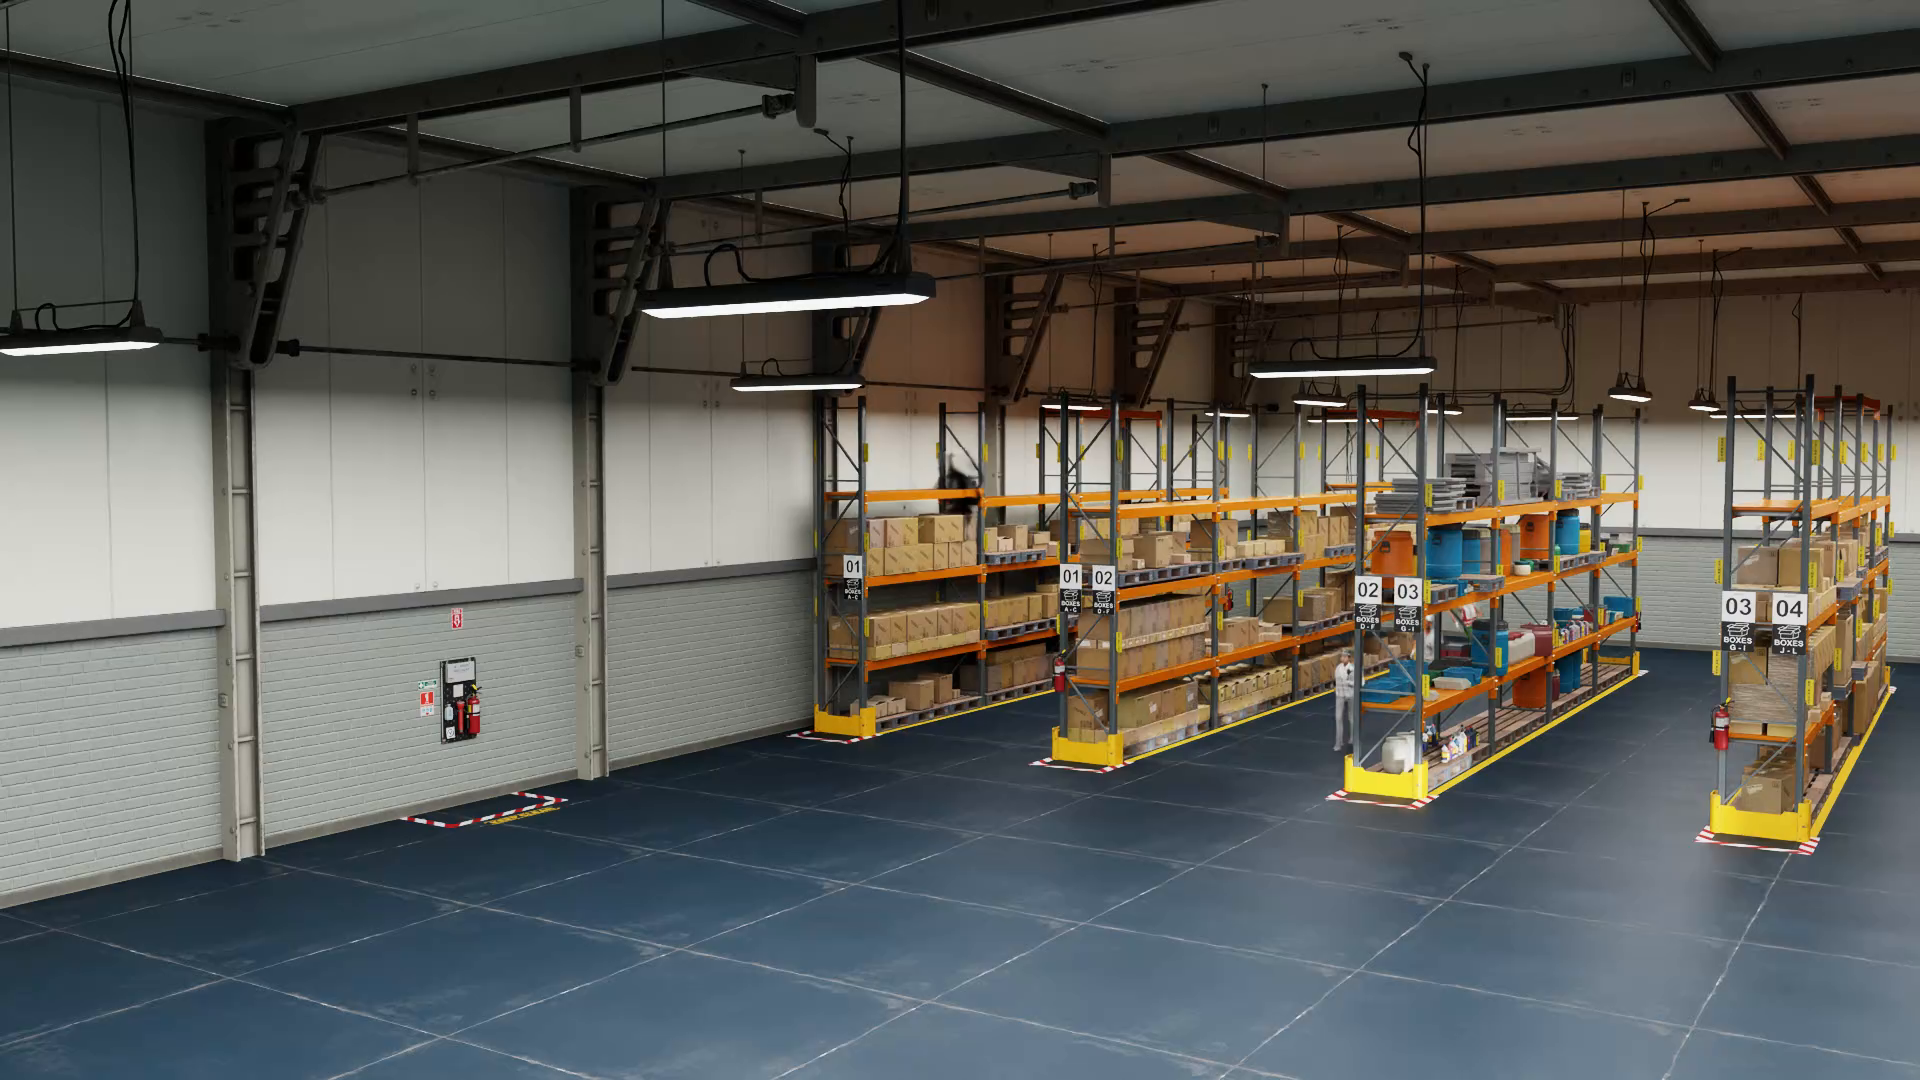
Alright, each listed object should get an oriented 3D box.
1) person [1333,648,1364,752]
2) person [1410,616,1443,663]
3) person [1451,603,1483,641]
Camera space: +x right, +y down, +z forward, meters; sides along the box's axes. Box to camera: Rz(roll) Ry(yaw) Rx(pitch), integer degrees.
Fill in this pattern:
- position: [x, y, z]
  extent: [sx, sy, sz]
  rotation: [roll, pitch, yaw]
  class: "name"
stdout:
- position: [6.570, 2.690, 28.092]
  extent: [0.584, 1.754, 0.775]
  rotation: [2, 4, 34]
  class: "person"
- position: [9.160, 2.366, 32.613]
  extent: [0.661, 1.769, 0.993]
  rotation: [2, 3, 27]
  class: "person"
- position: [12.124, 2.070, 39.533]
  extent: [0.733, 1.712, 0.785]
  rotation: [-1, 3, -12]
  class: "person"
